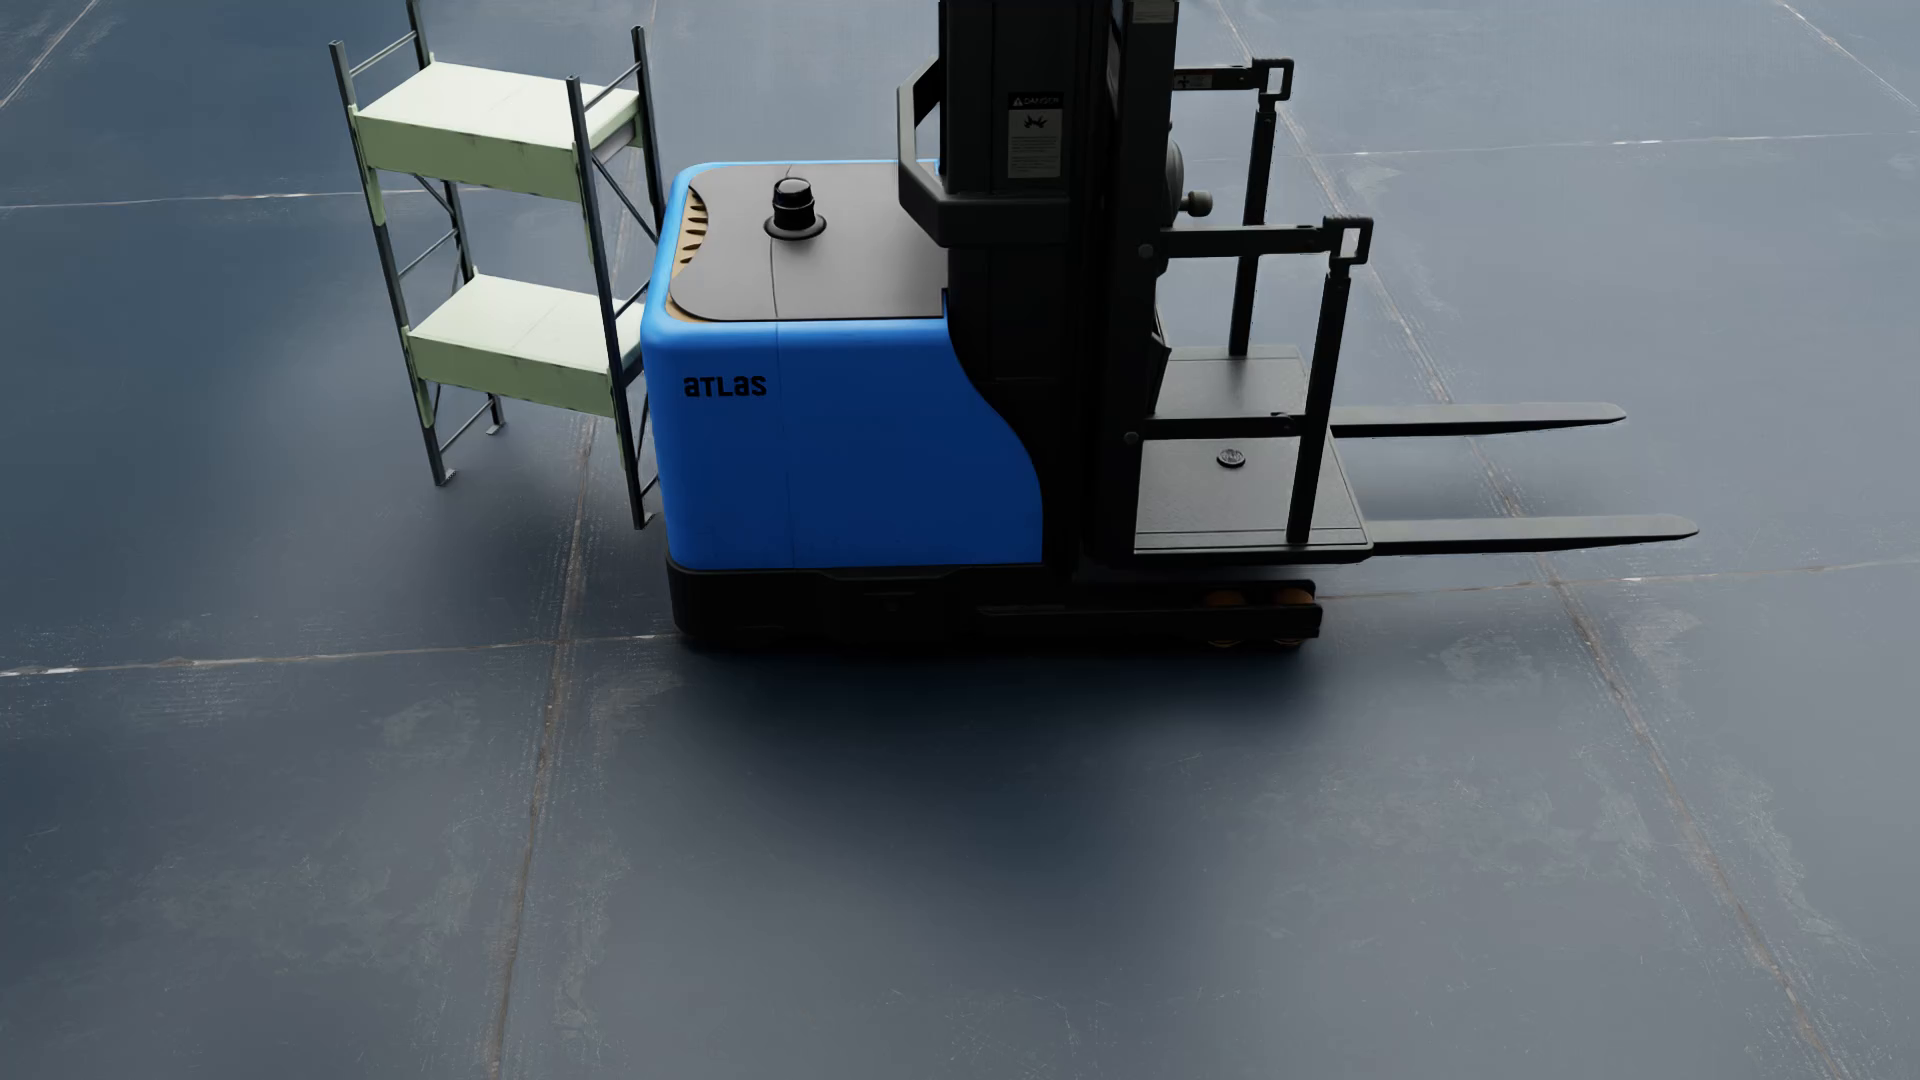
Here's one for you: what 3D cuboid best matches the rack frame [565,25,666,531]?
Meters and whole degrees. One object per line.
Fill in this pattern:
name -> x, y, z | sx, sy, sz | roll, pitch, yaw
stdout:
rack frame -> -0.960, -0.736, 4.971 | 0.023, 1.500, 0.400 | 12, 40, 15

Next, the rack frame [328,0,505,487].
rack frame -> -1.653, -0.883, 5.158 | 0.023, 1.500, 0.400 | 12, 40, 15

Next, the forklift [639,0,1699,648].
forklift -> 0.663, -1.170, 4.366 | 3.031, 2.935, 1.130 | -1, 38, -2

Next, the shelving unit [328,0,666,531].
shelving unit -> -1.307, -0.809, 5.065 | 0.755, 1.500, 0.431 | 12, 40, 15

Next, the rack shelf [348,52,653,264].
rack shelf -> -1.307, -1.115, 4.823 | 0.720, 0.370, 0.431 | 12, 40, 15

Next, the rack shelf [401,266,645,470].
rack shelf -> -1.307, -0.553, 5.267 | 0.720, 0.370, 0.431 | 12, 40, 15
